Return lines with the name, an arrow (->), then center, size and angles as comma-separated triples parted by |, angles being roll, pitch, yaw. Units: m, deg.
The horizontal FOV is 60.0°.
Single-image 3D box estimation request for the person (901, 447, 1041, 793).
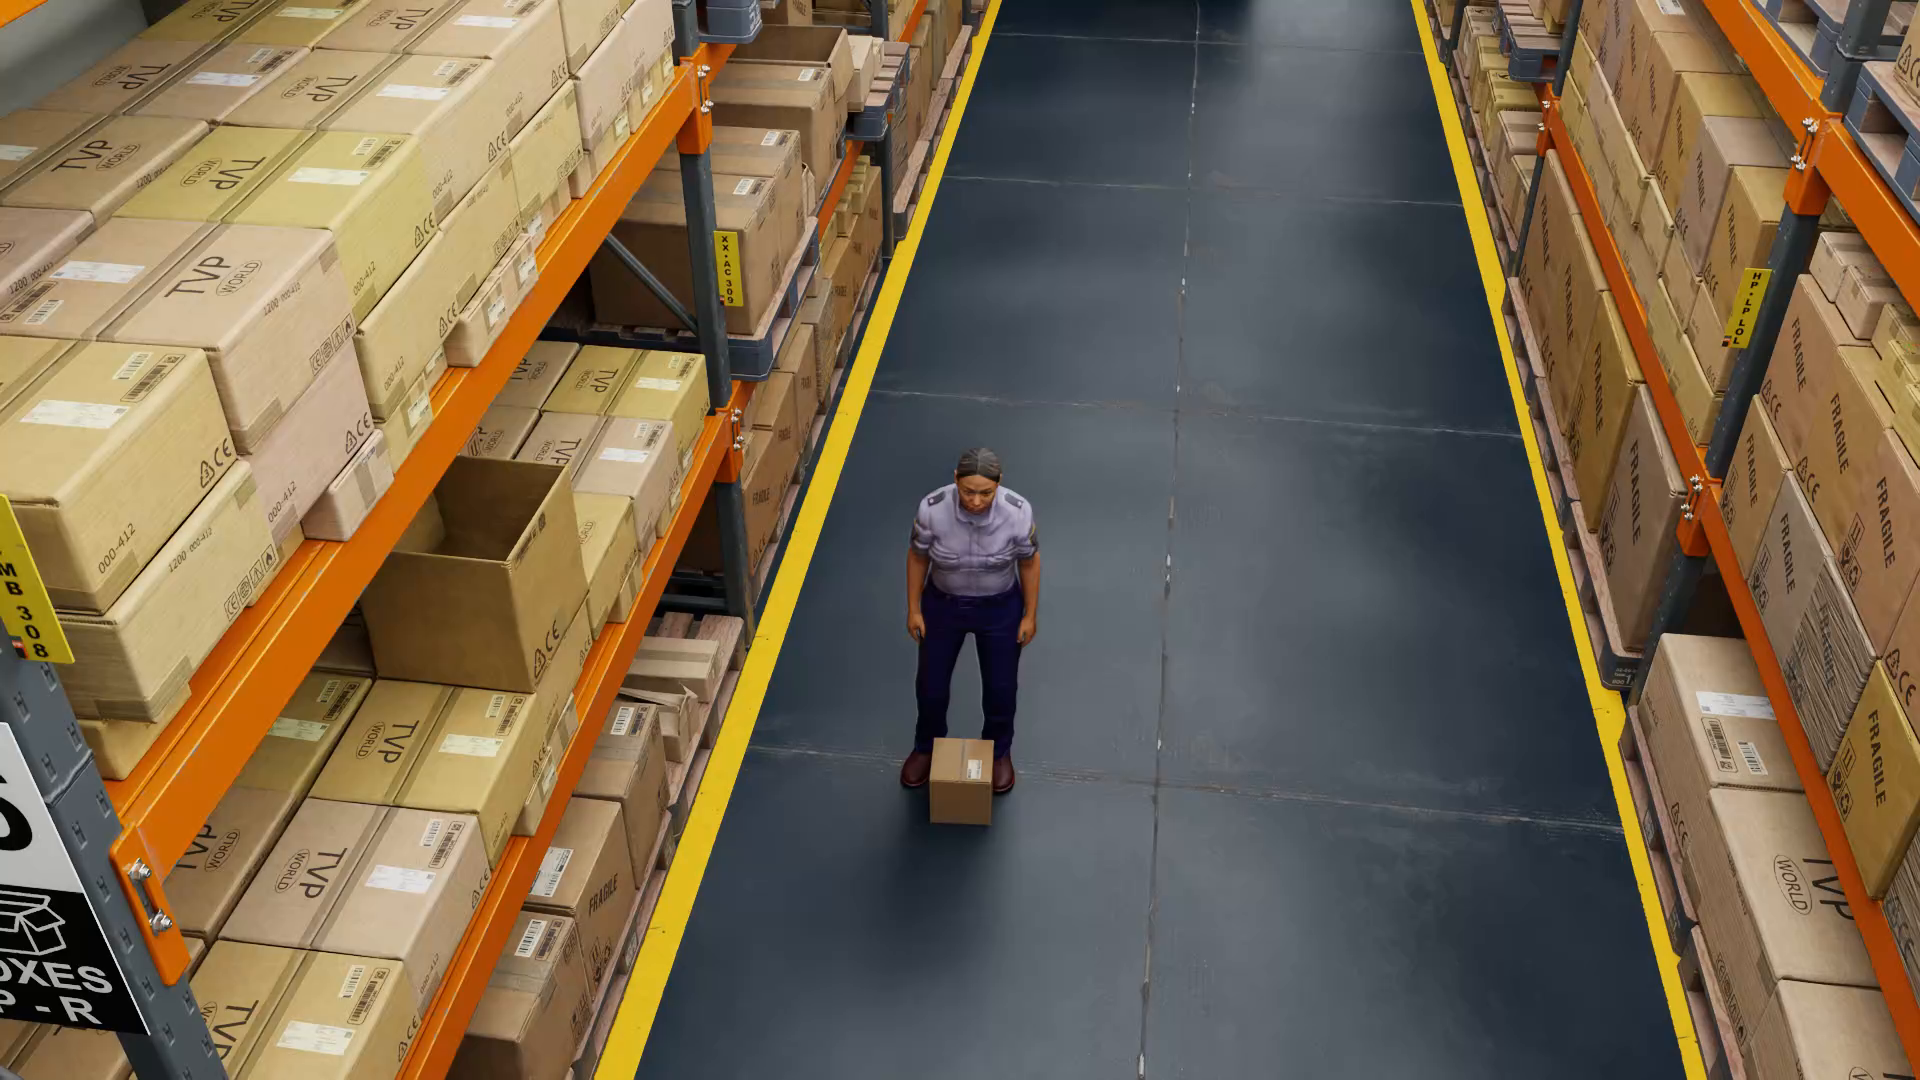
person -> 0.035, 0.293, 6.647 | 0.561, 1.651, 0.368 | 2, 36, 3
